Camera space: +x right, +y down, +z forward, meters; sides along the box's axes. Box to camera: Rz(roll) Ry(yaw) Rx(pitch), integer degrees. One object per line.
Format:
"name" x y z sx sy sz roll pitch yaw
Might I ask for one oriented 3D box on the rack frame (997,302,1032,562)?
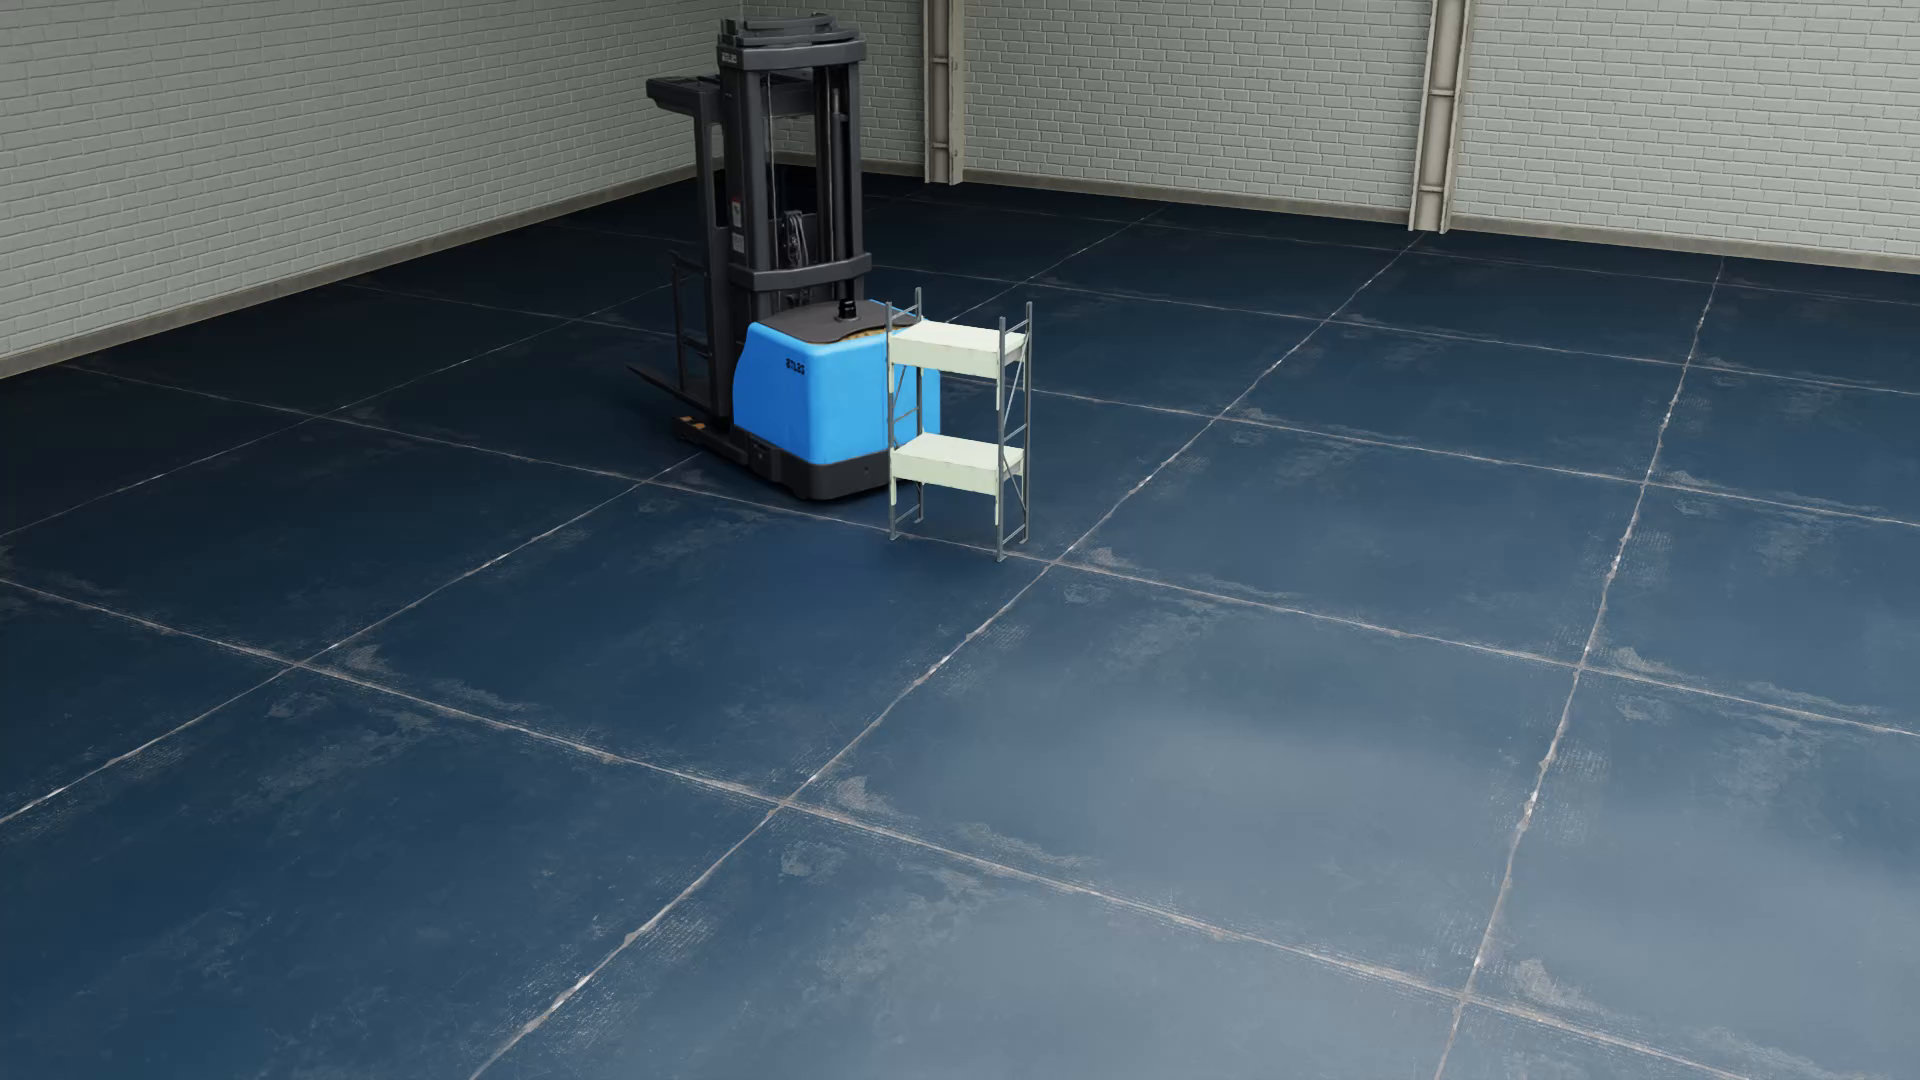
"rack frame" 0.321 -0.627 9.807 0.023 1.500 0.400 11 25 25

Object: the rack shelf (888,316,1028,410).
"rack shelf" -0.006 -1.050 9.807 0.720 0.370 0.431 11 25 25

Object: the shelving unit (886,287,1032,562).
"shelving unit" -0.006 -0.691 9.959 0.755 1.500 0.431 11 25 25

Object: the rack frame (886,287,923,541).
"rack frame" -0.333 -0.756 10.111 0.023 1.500 0.400 11 25 25

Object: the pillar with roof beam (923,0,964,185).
"pillar with roof beam" -2.141 -7.116 15.485 0.400 9.000 9.100 11 25 25

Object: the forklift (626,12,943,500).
"forklift" -1.408 -2.116 11.481 1.130 2.935 3.031 -17 28 -34

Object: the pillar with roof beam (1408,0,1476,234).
"pillar with roof beam" 3.214 -6.057 12.993 0.400 9.000 9.100 11 25 25

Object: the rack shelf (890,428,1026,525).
"rack shelf" -0.006 -0.391 10.087 0.720 0.370 0.431 11 25 25
